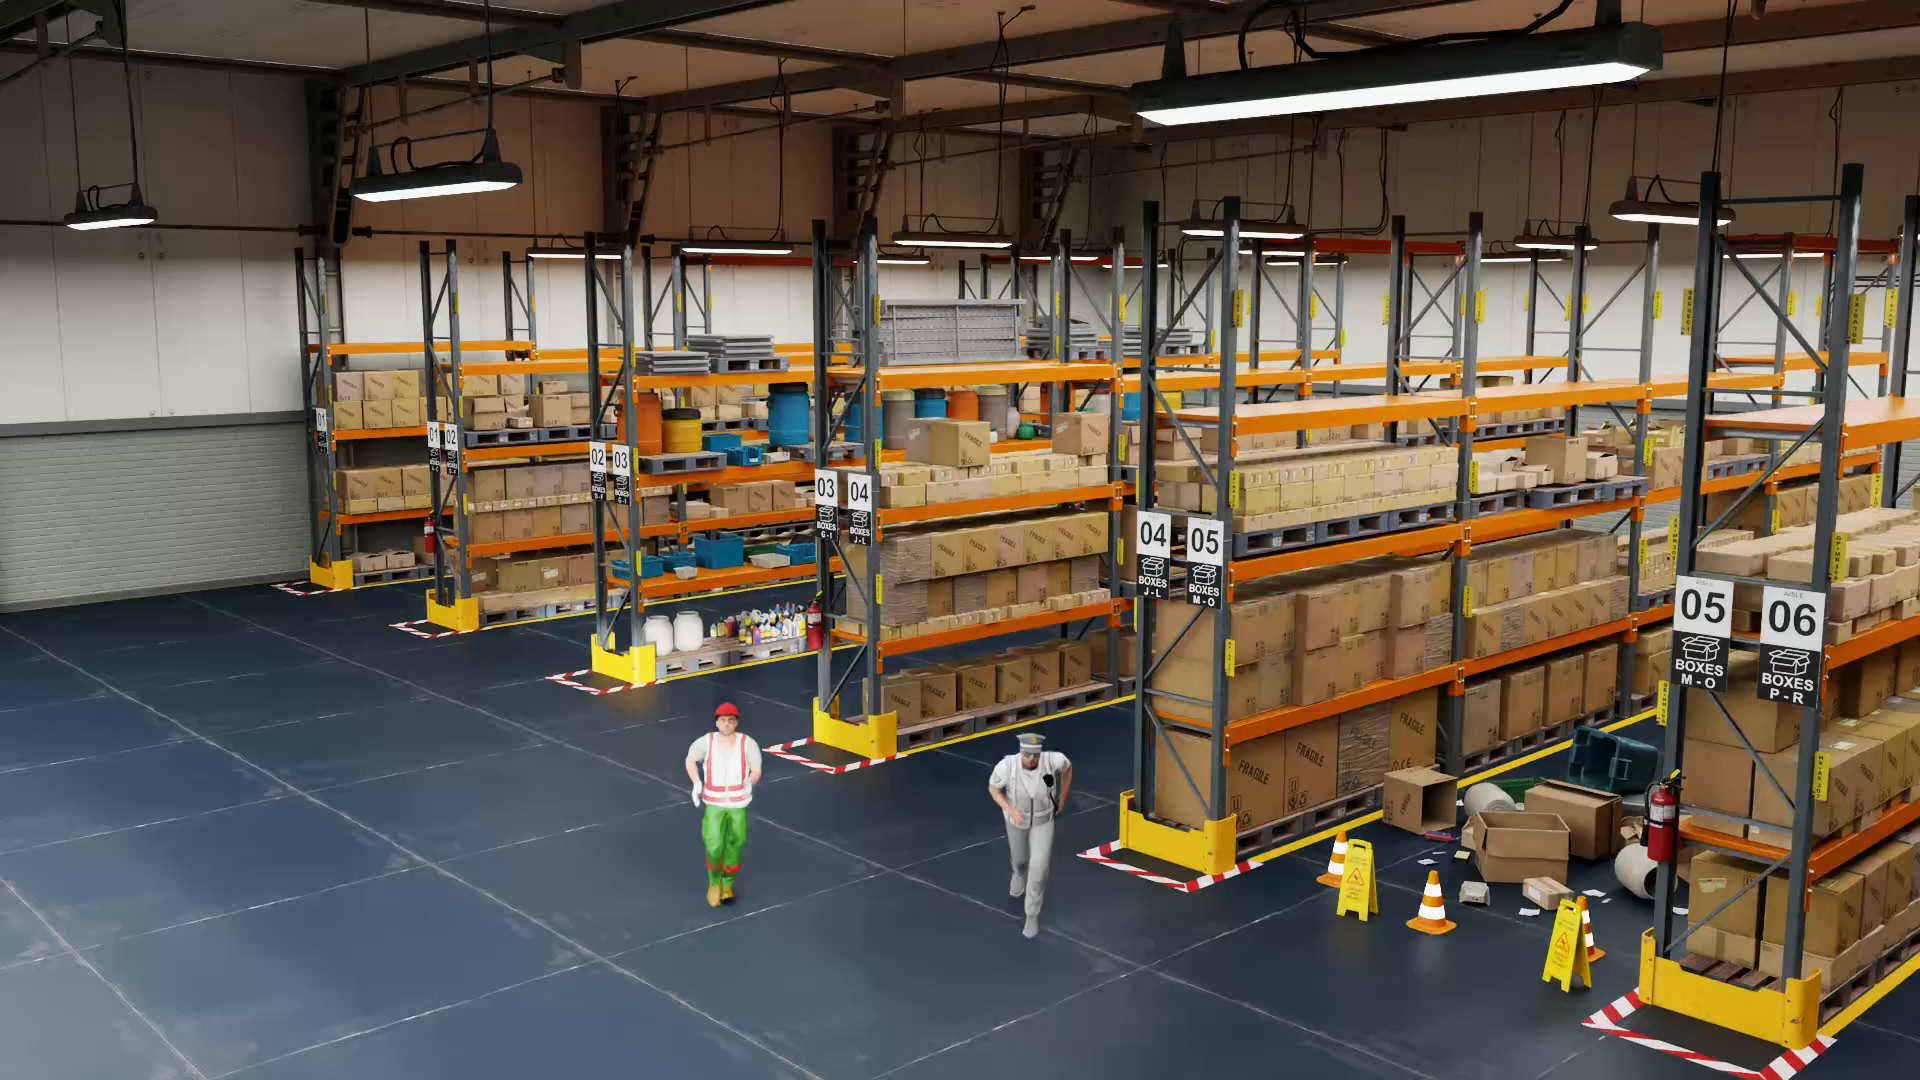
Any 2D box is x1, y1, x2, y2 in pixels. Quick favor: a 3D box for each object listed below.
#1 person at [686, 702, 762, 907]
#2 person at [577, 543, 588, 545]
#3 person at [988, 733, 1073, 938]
[{"bbox_3d":[-1.976,2.244,14.036,0.634,1.768,0.670,-2,9,-12],"label":"person"},{"bbox_3d":[-6.642,0.045,29.635,0.588,1.576,0.561,-8,11,-43],"label":"person"},{"bbox_3d":[0.560,2.348,13.870,0.674,1.723,1.023,-1,8,-4],"label":"person"}]
